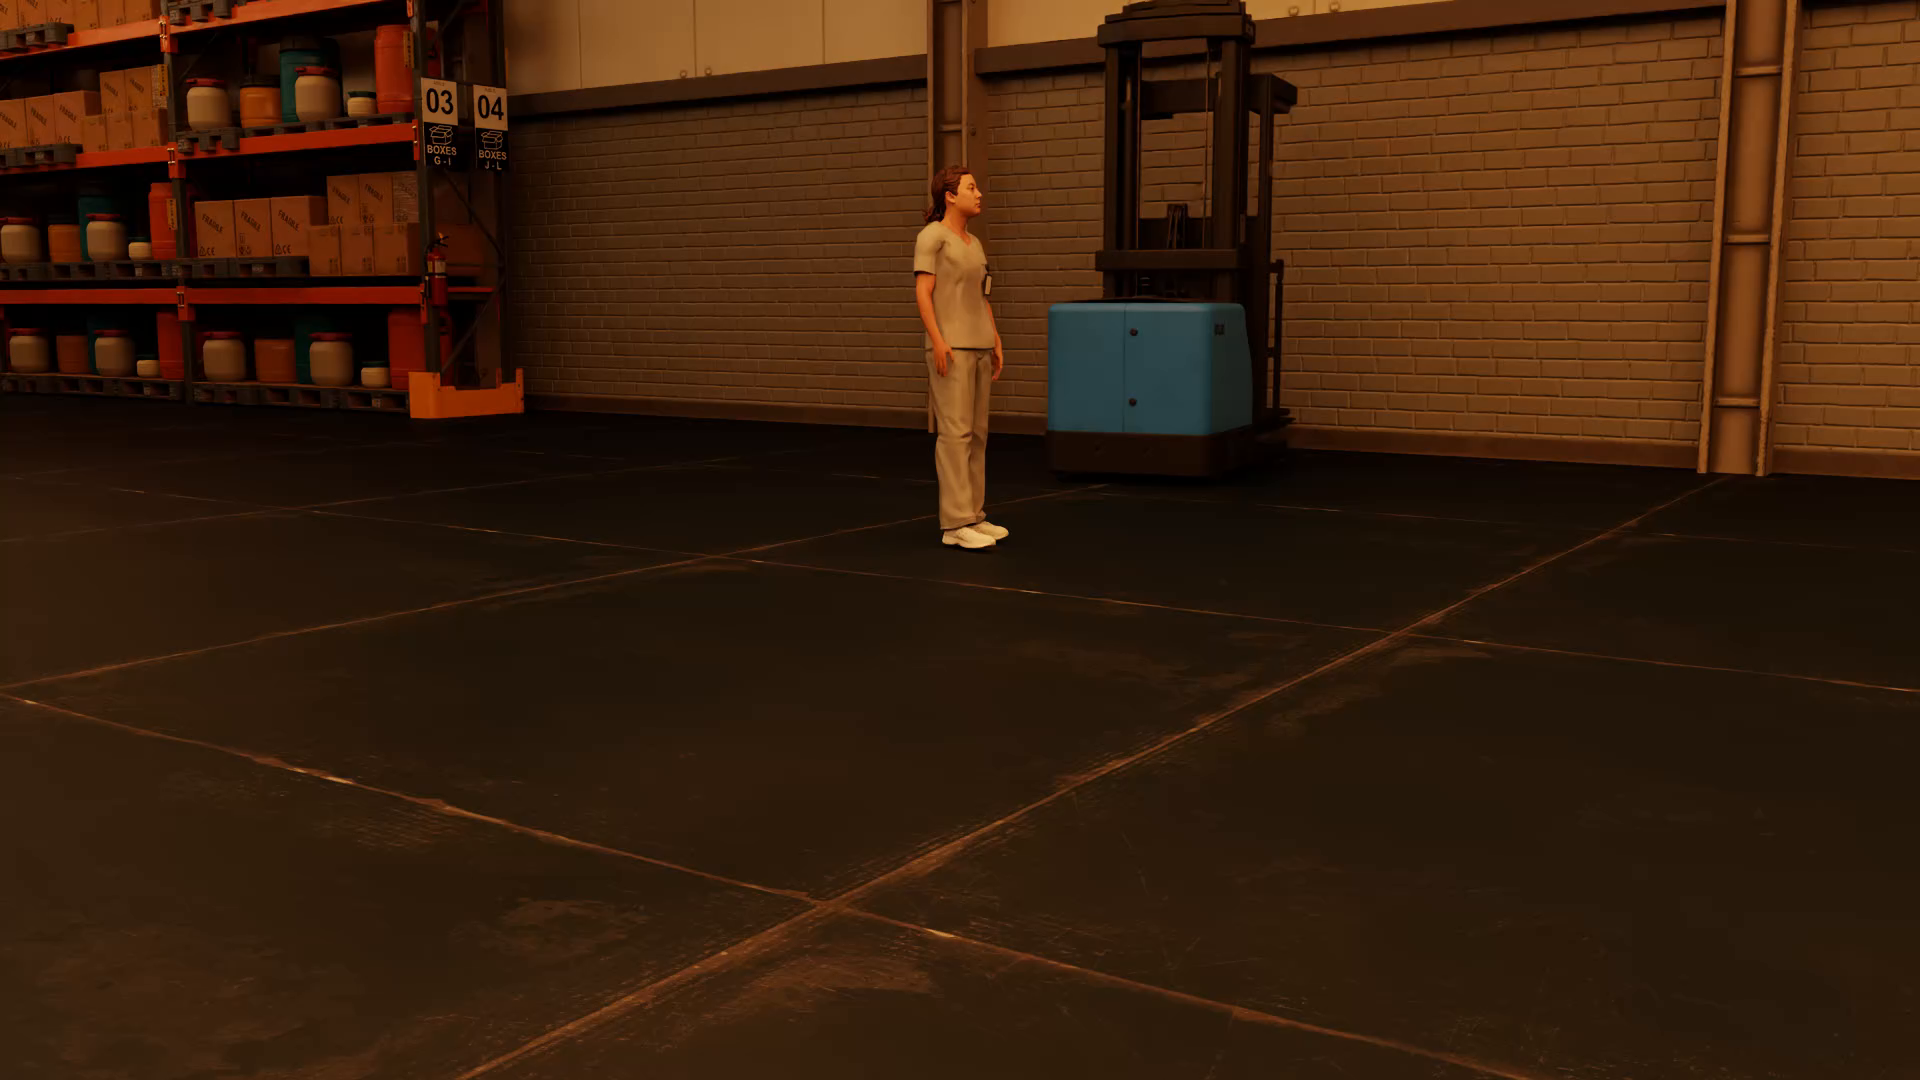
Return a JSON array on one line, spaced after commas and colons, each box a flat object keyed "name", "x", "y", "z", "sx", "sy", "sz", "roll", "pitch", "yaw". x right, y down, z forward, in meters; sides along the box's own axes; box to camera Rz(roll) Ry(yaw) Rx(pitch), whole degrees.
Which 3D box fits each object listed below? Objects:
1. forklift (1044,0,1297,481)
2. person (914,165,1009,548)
[{"name": "forklift", "x": 1.576, "y": -1.968, "z": 11.030, "sx": 1.130, "sy": 2.935, "sz": 3.031, "roll": 4, "pitch": 9, "yaw": 24}, {"name": "person", "x": 0.053, "y": -0.829, "z": 7.433, "sx": 0.549, "sy": 1.675, "sz": 0.550, "roll": 5, "pitch": 10, "yaw": 34}]
